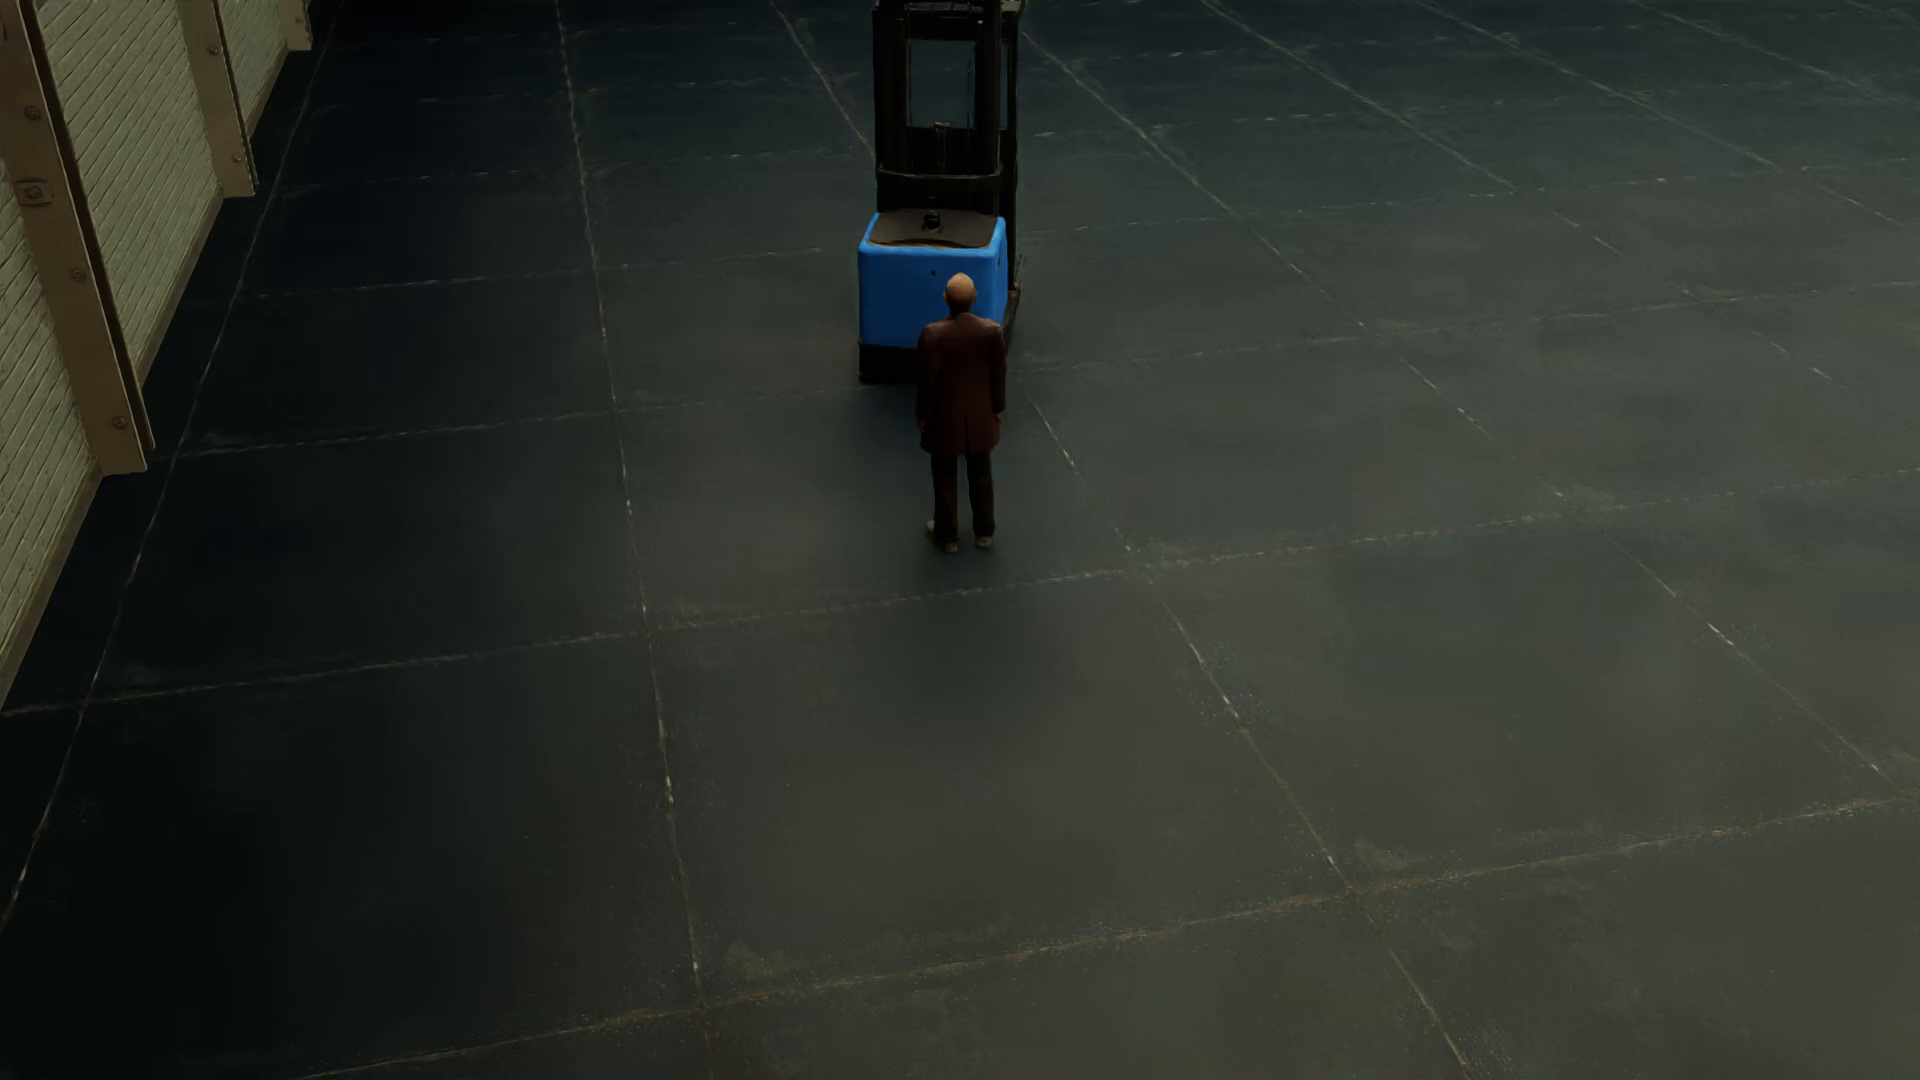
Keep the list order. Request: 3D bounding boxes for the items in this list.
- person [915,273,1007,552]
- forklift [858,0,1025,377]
[{"bbox_3d":[-0.008,-0.784,10.075,0.558,1.783,0.377,-7,31,-12],"label":"person"},{"bbox_3d":[-0.081,-3.175,13.058,1.130,2.935,3.031,3,30,6],"label":"forklift"}]
